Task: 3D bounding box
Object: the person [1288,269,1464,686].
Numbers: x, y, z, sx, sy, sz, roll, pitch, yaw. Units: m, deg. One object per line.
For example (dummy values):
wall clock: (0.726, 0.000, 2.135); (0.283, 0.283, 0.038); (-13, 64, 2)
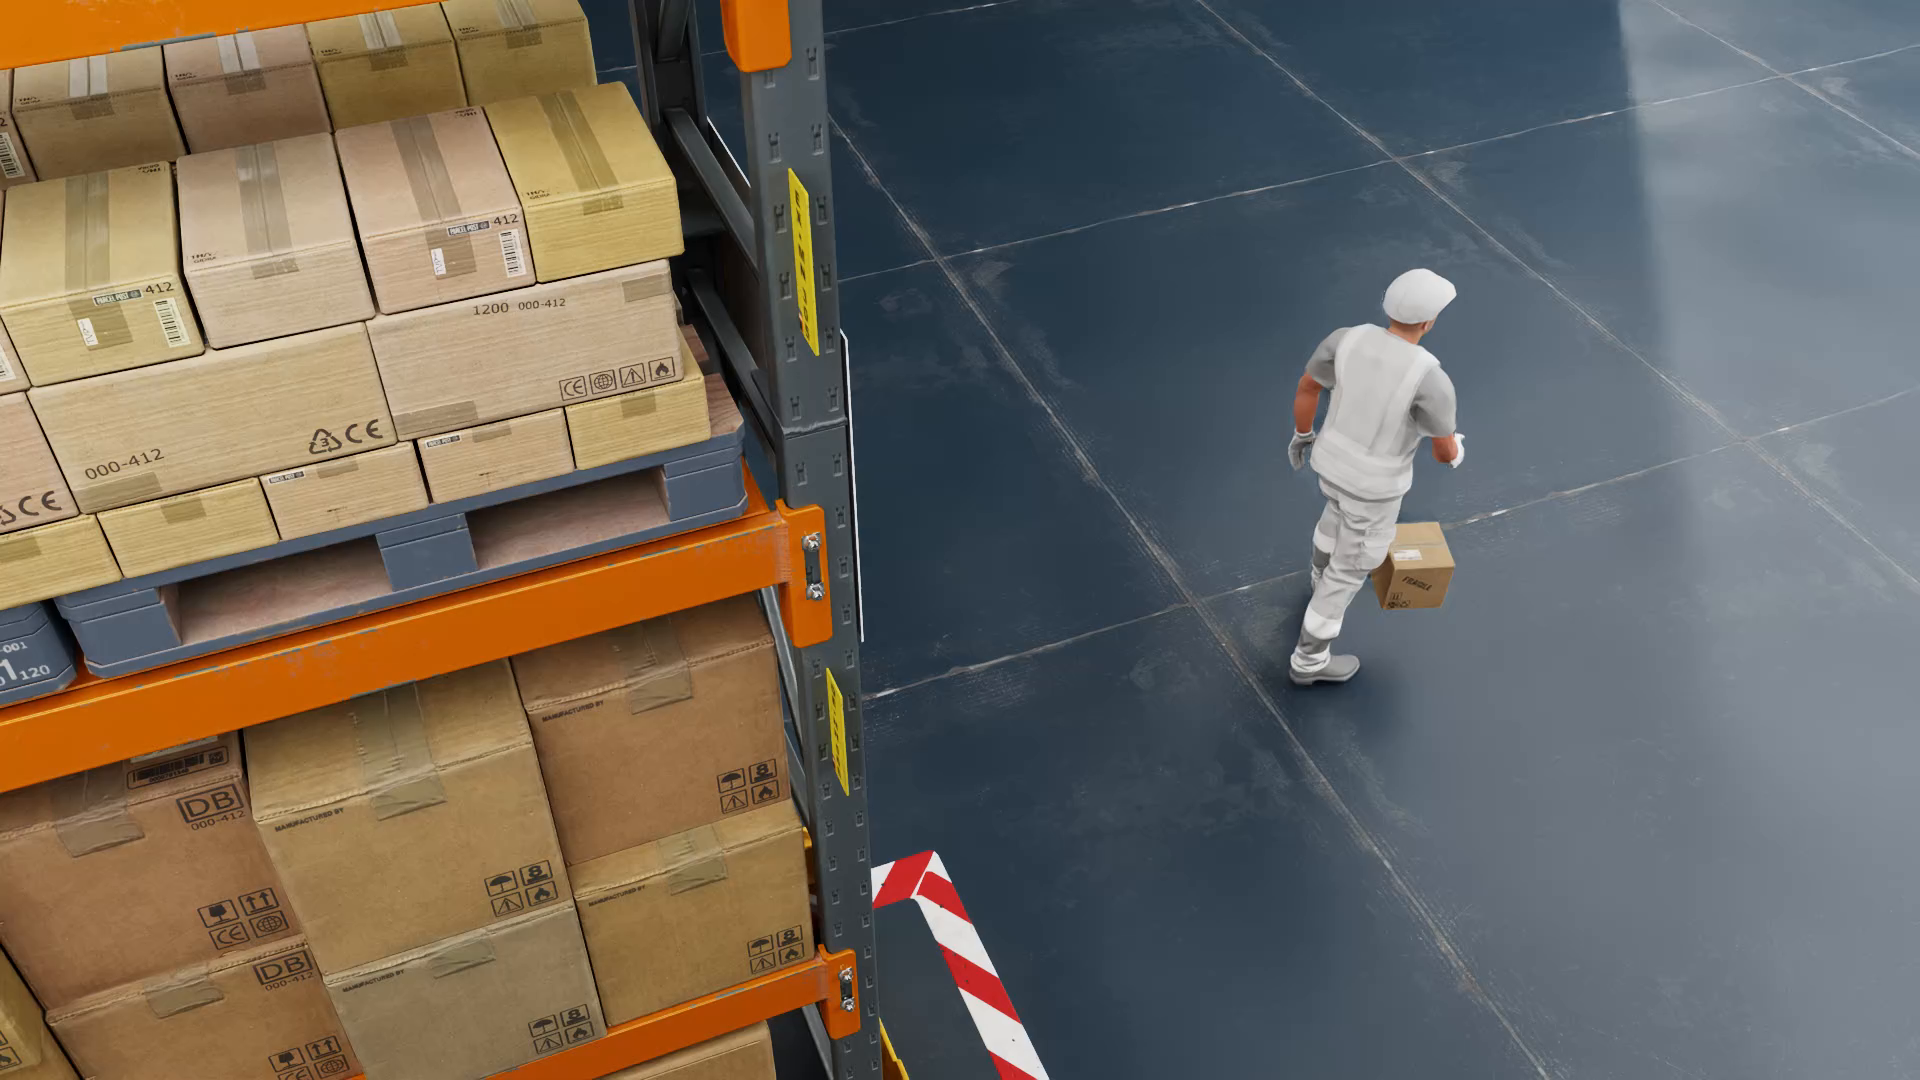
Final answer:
person: (1.586, -0.277, 6.476); (0.741, 1.746, 0.635); (-26, 48, -27)
